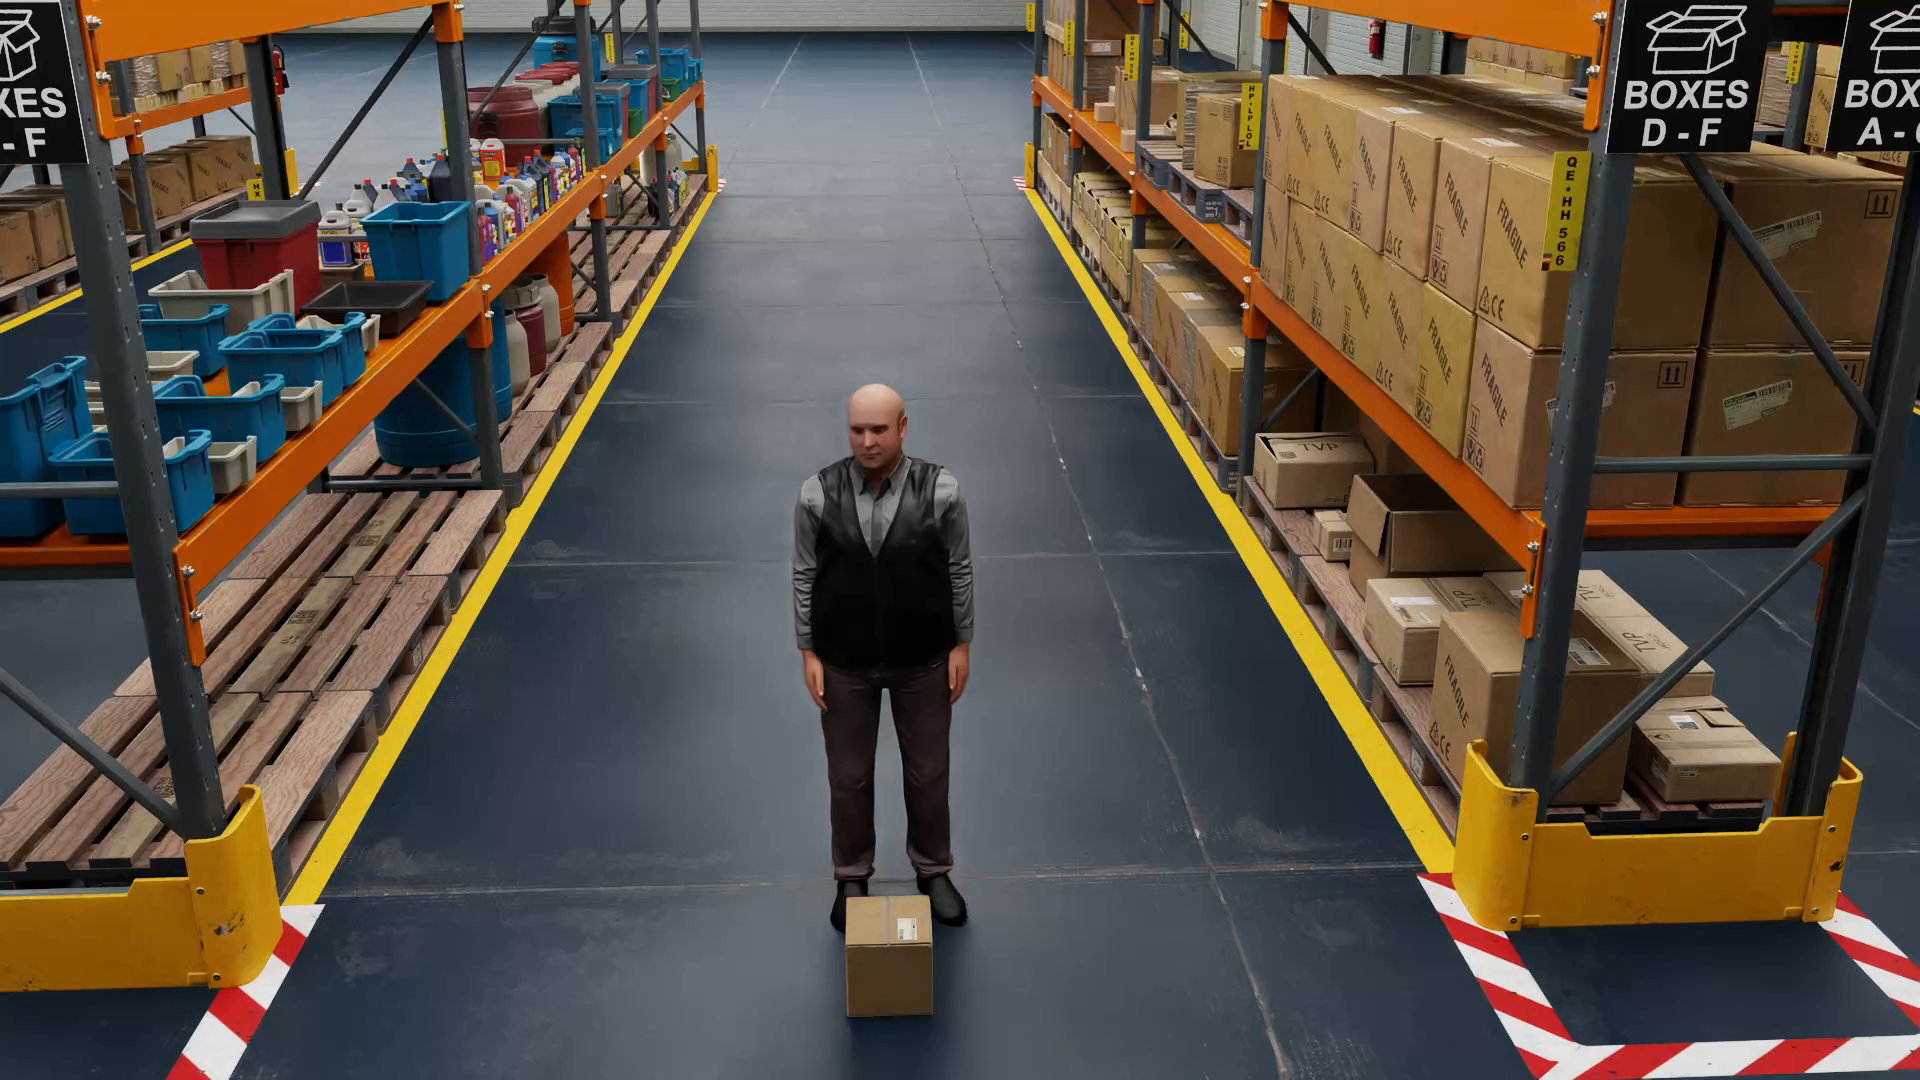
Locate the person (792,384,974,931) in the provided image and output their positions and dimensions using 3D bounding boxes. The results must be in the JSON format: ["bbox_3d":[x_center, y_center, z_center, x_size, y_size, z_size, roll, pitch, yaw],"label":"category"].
[{"bbox_3d":[-0.232,0.375,5.104,0.550,1.738,0.360,-1,20,-2],"label":"person"}]
